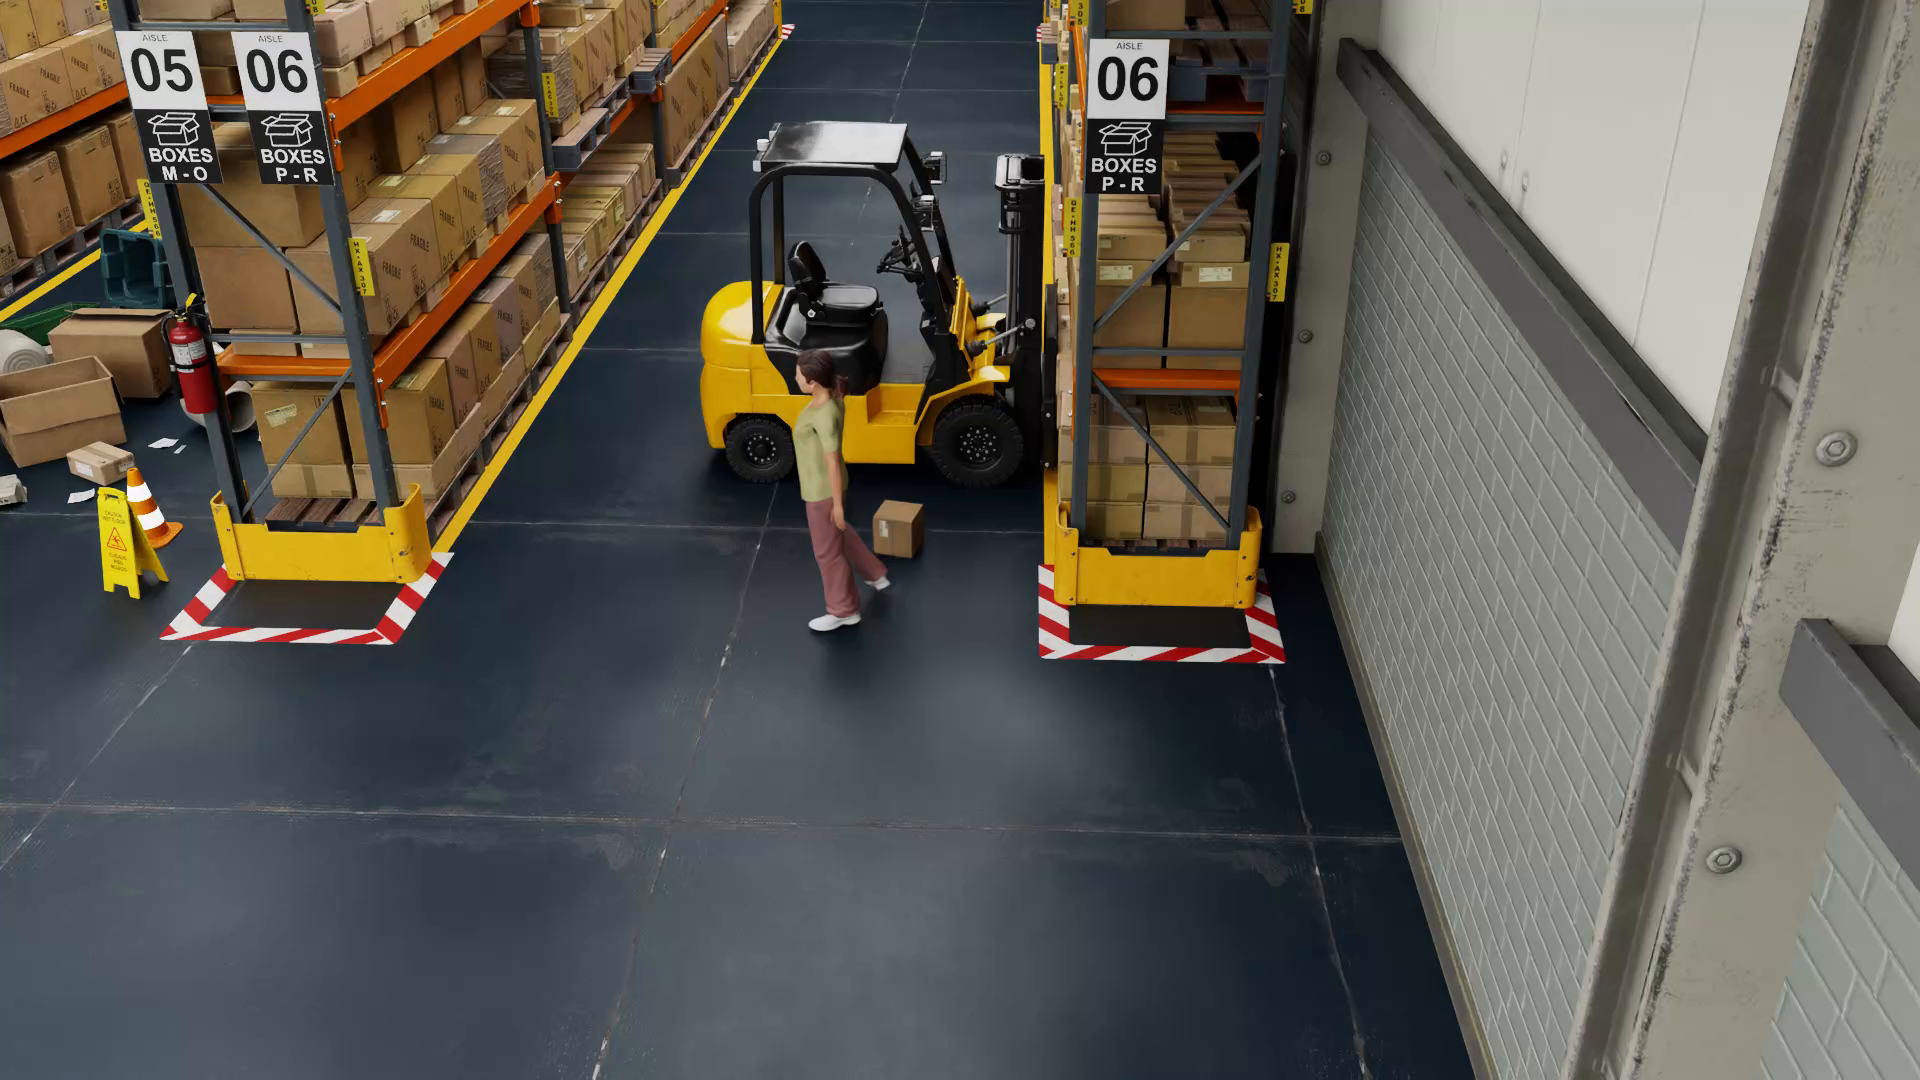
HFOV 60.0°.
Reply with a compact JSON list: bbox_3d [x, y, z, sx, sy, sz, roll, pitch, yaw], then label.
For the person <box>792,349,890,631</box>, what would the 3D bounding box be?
[{"bbox_3d":[-0.650,-0.314,9.199,0.485,1.665,0.640,1,28,3],"label":"person"}]
